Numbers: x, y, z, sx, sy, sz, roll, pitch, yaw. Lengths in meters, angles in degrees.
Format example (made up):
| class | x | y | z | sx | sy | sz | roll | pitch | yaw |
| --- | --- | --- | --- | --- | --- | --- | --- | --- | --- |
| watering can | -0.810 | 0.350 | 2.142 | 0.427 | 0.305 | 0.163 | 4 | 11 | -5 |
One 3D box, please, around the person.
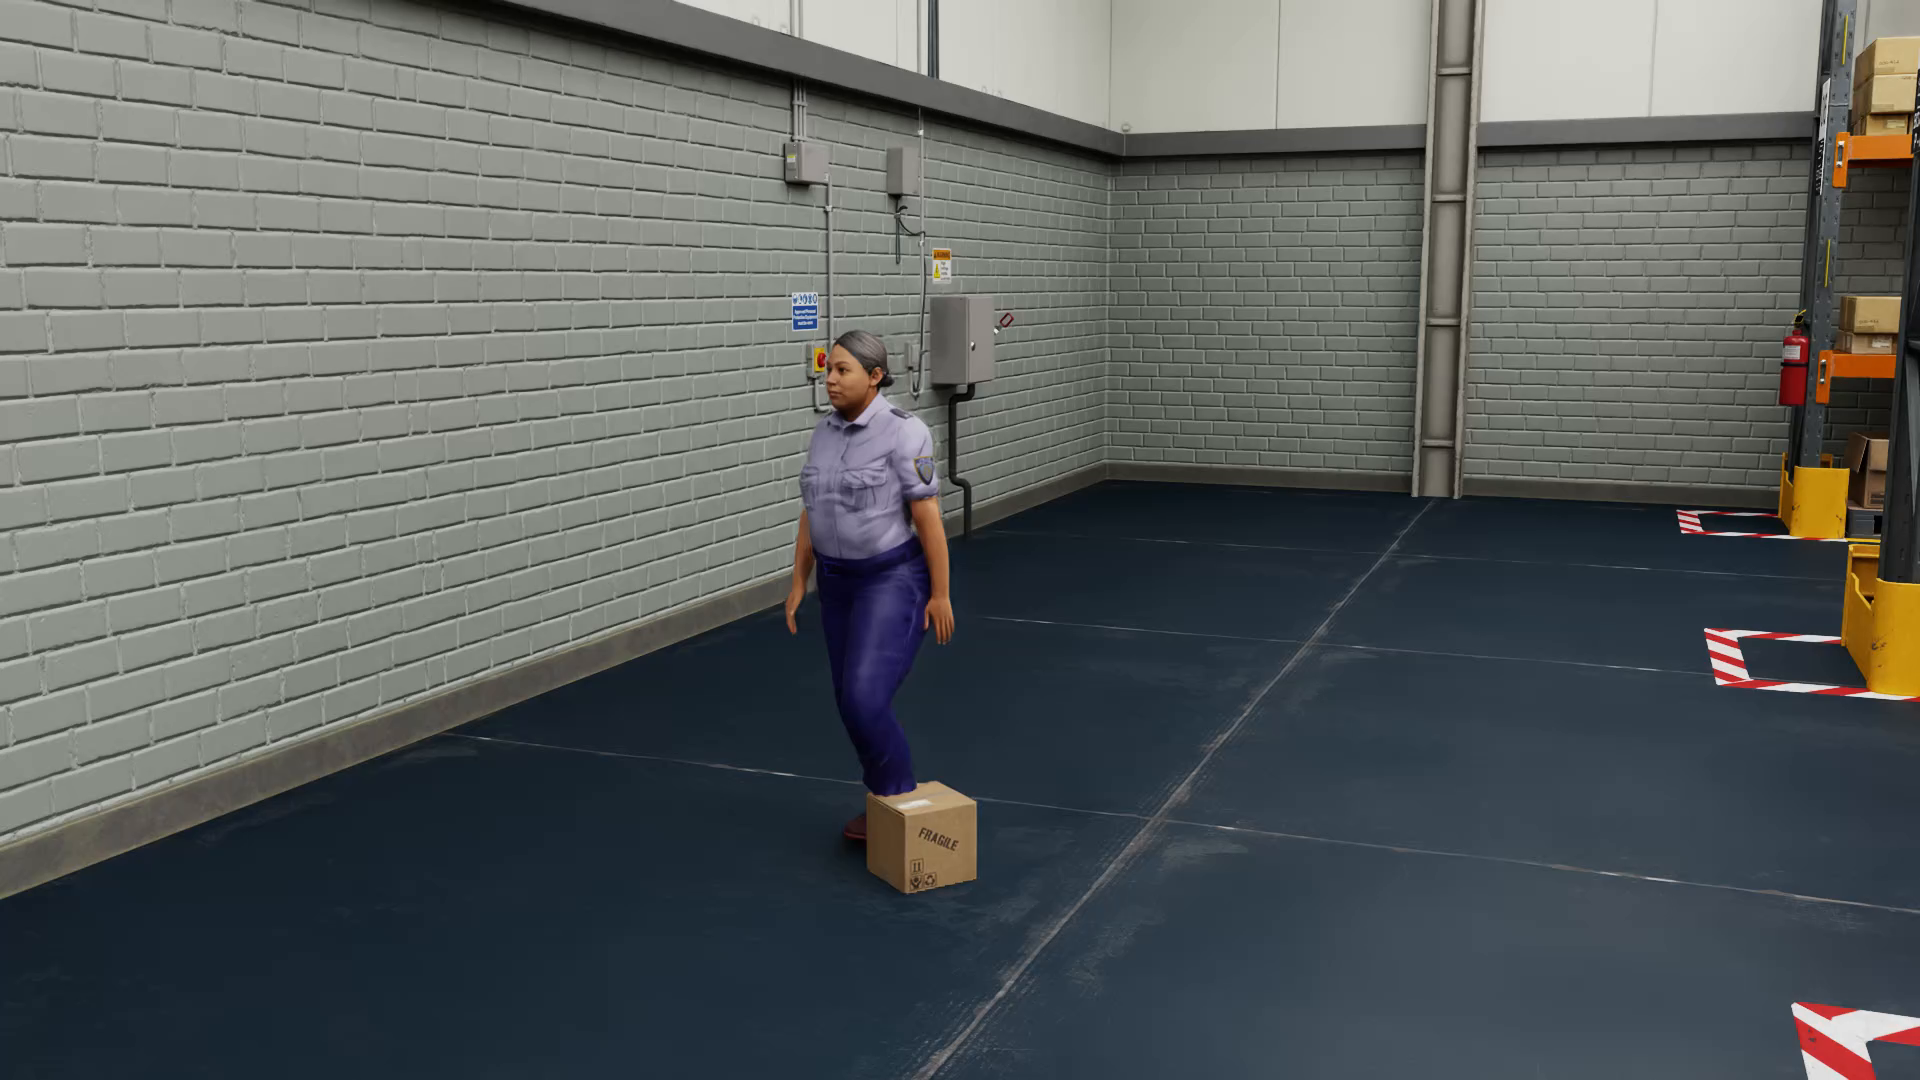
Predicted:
| class | x | y | z | sx | sy | sz | roll | pitch | yaw |
| --- | --- | --- | --- | --- | --- | --- | --- | --- | --- |
| person | -0.281 | 0.200 | 5.186 | 0.519 | 1.670 | 0.520 | 8 | 12 | 42 |
